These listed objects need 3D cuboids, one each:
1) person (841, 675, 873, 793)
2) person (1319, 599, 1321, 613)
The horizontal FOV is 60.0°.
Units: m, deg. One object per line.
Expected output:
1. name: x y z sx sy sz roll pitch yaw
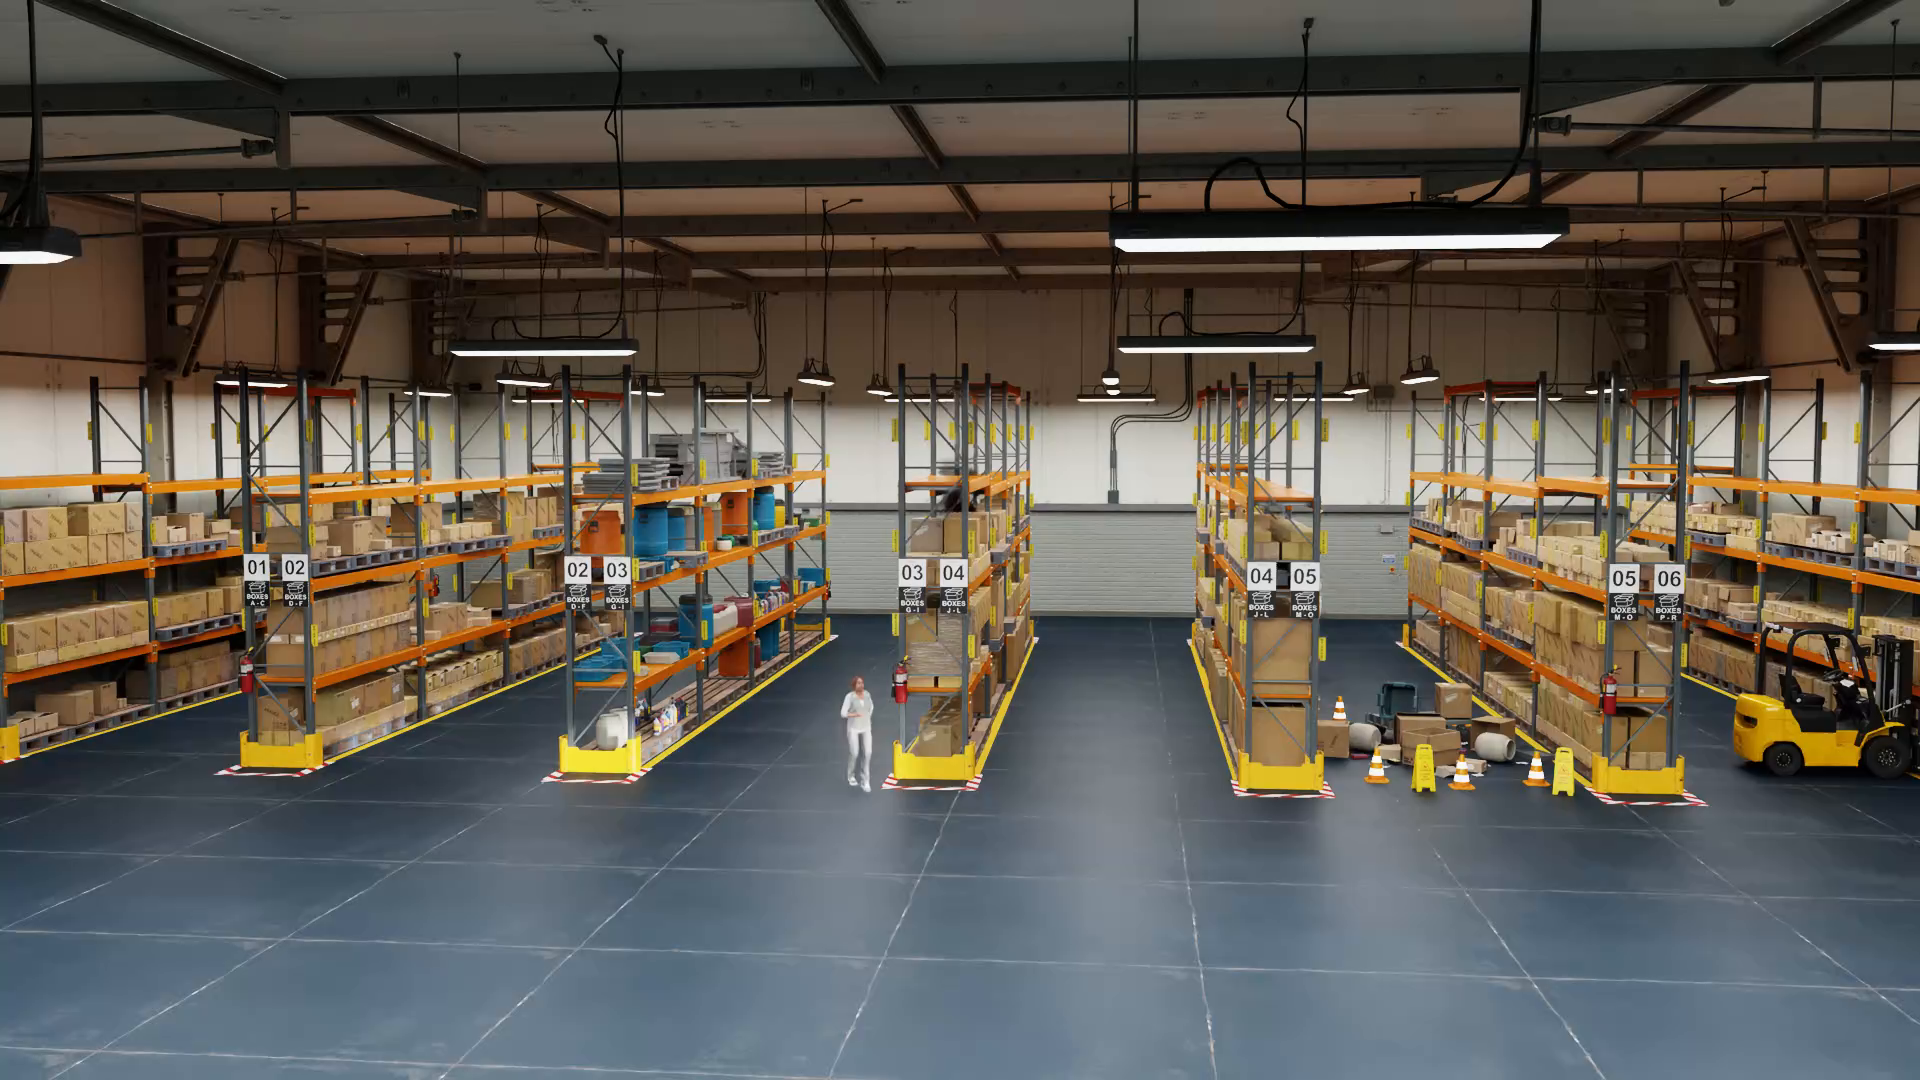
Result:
1. person: -1.424 2.718 23.347 0.528 1.620 0.640 -1 4 -21
2. person: 7.586 1.755 36.755 0.728 1.789 1.112 0 4 7
